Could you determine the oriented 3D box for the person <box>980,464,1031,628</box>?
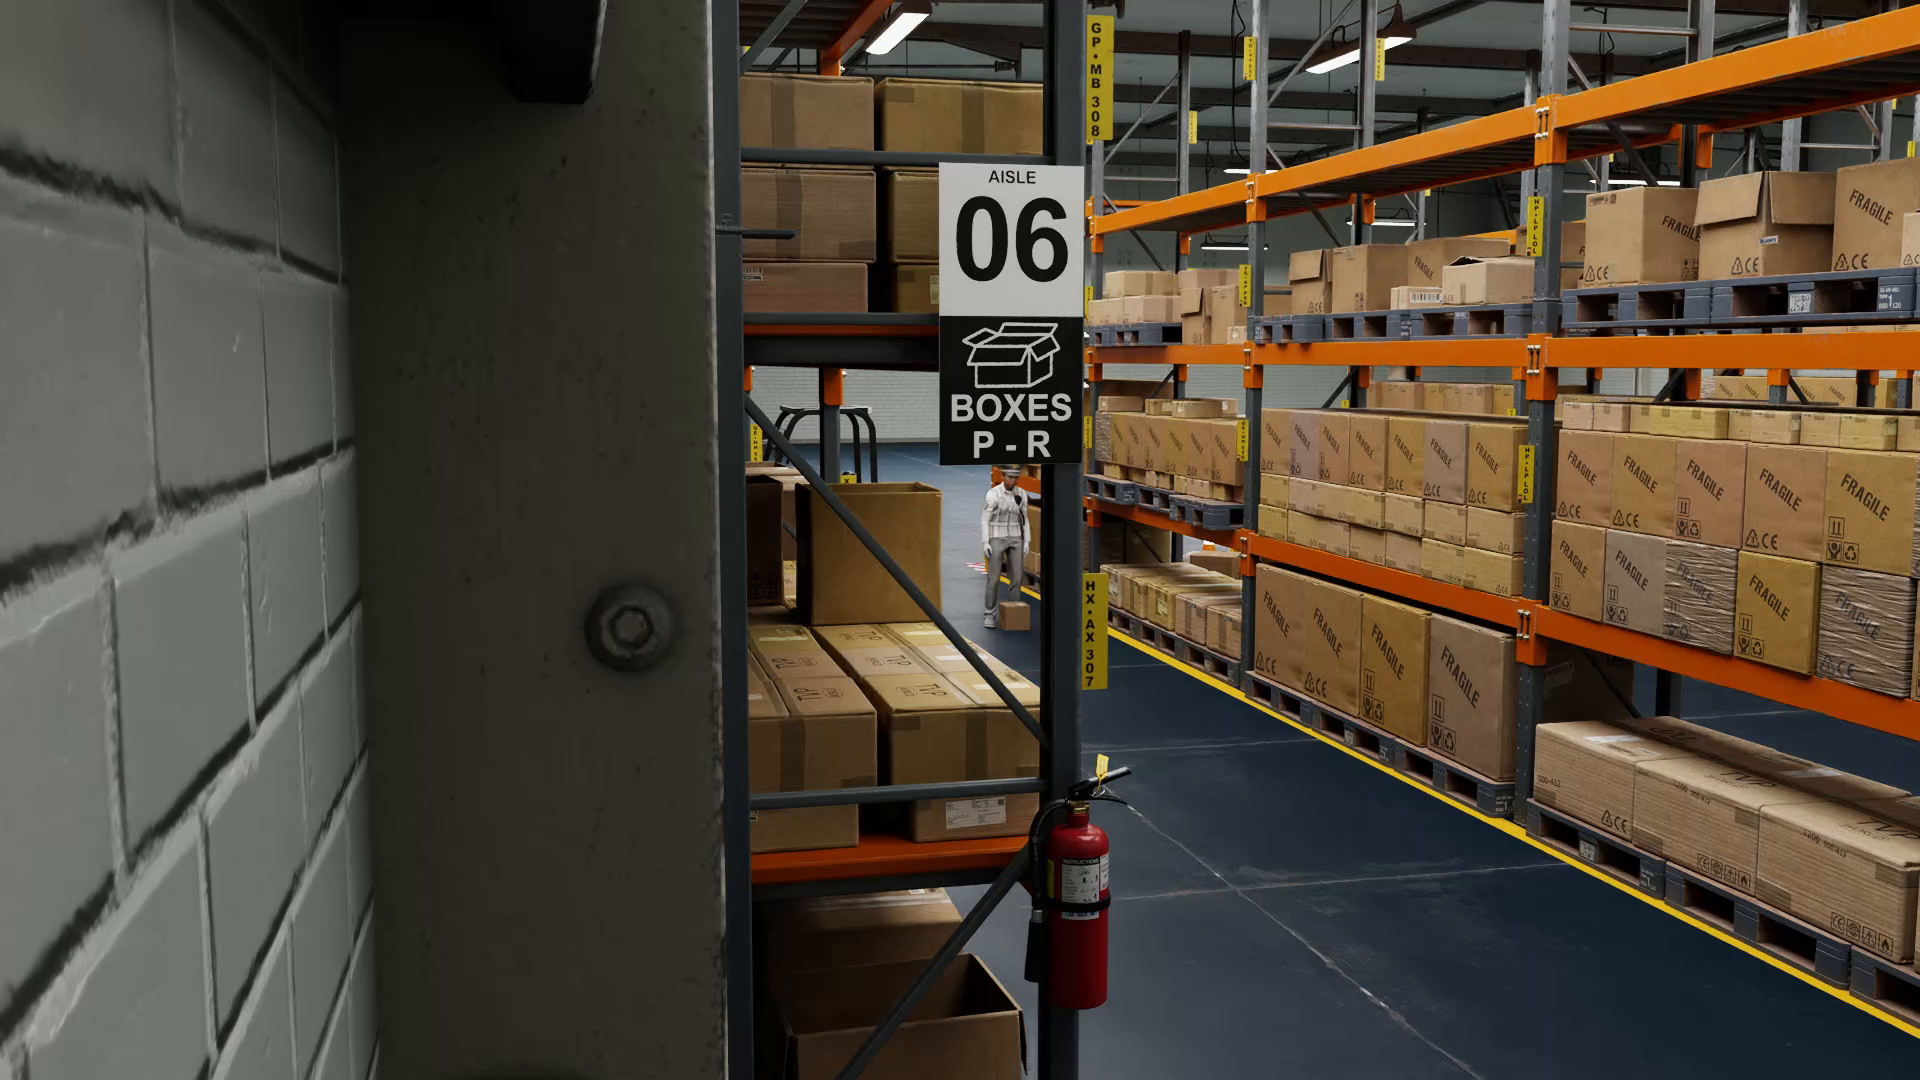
[{"bbox_3d":[0.465,0.039,16.763,0.535,1.662,0.374,-2,7,-17],"label":"person"}]
